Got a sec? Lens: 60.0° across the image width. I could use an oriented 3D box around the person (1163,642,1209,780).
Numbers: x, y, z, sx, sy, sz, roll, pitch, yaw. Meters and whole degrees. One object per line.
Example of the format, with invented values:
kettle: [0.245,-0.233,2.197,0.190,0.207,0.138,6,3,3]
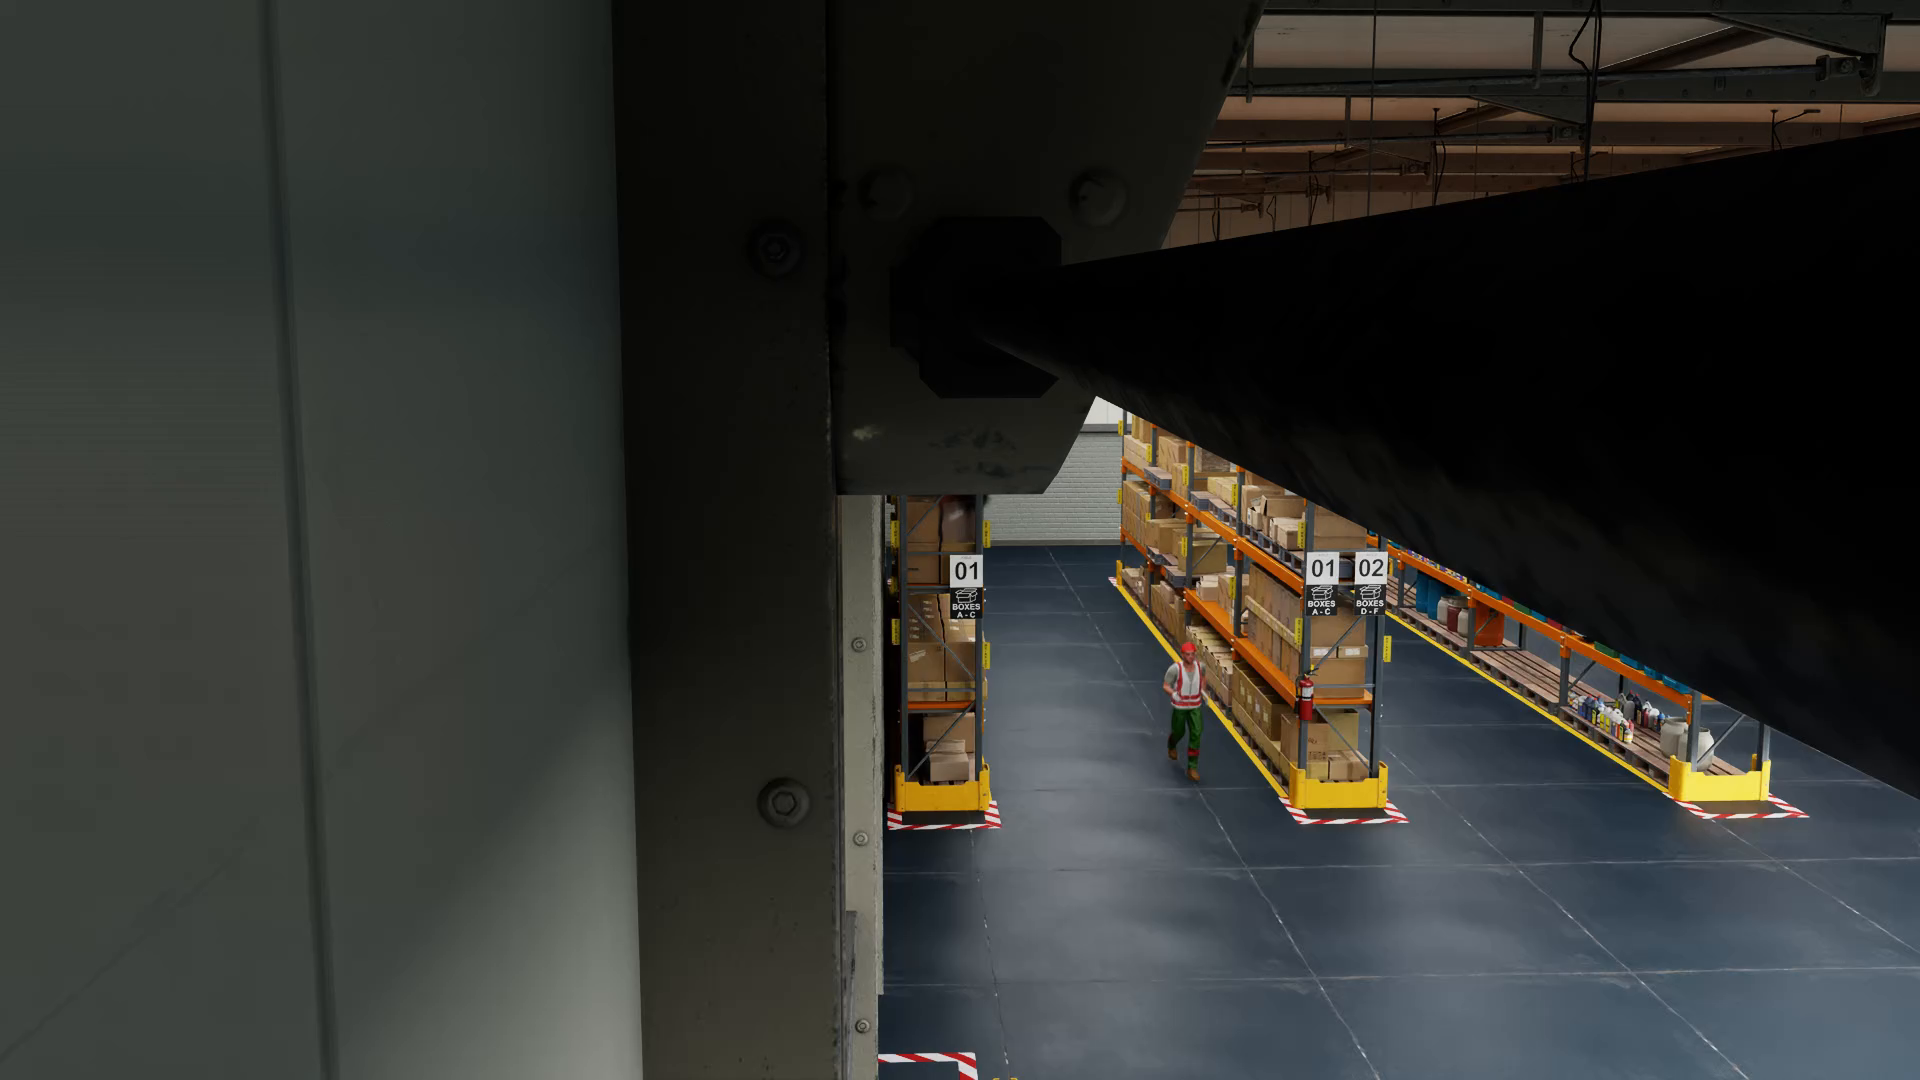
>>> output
person: [2.988,2.204,22.054,0.634,1.777,0.984,-1,8,-7]
